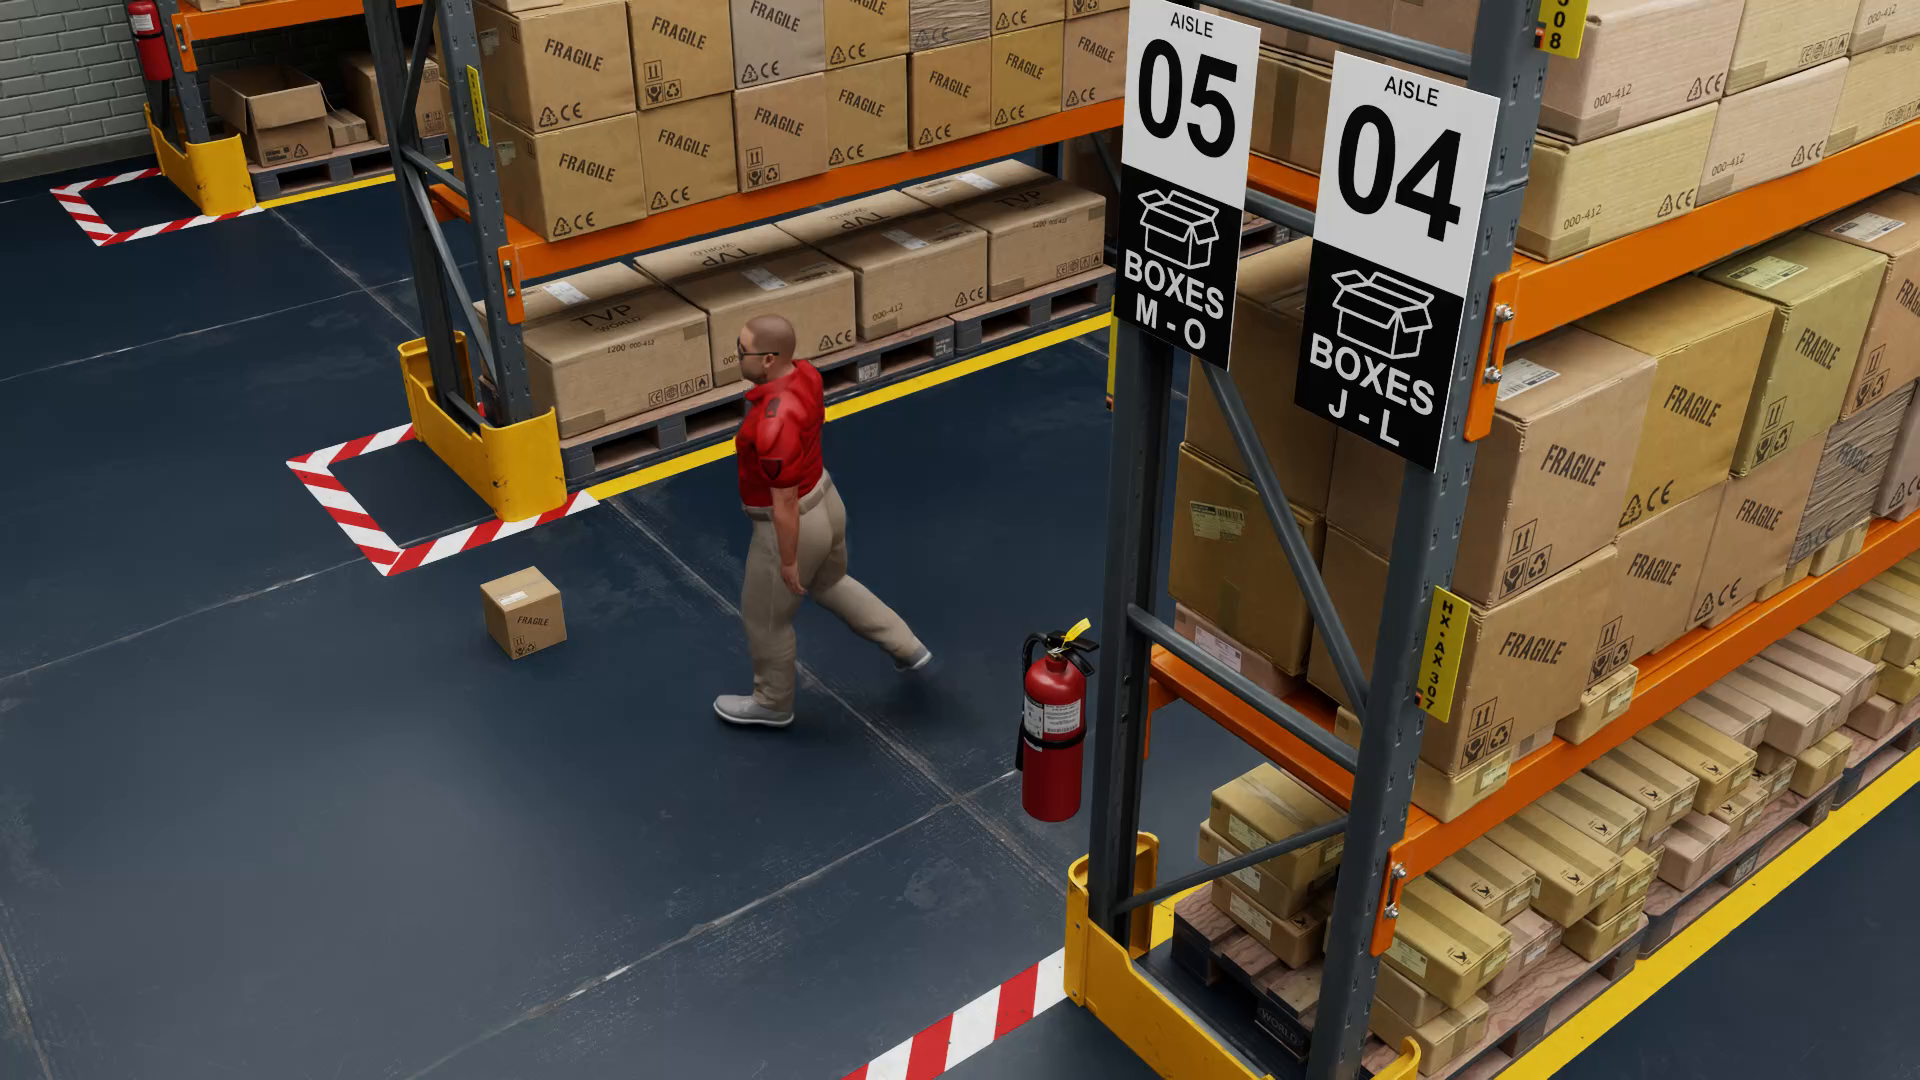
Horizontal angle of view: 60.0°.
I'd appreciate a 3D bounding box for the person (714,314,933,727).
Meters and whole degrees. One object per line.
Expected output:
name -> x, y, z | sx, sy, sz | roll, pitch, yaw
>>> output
person -> -0.538, -0.061, 6.222 | 0.841, 1.708, 0.592 | 7, 33, 12
